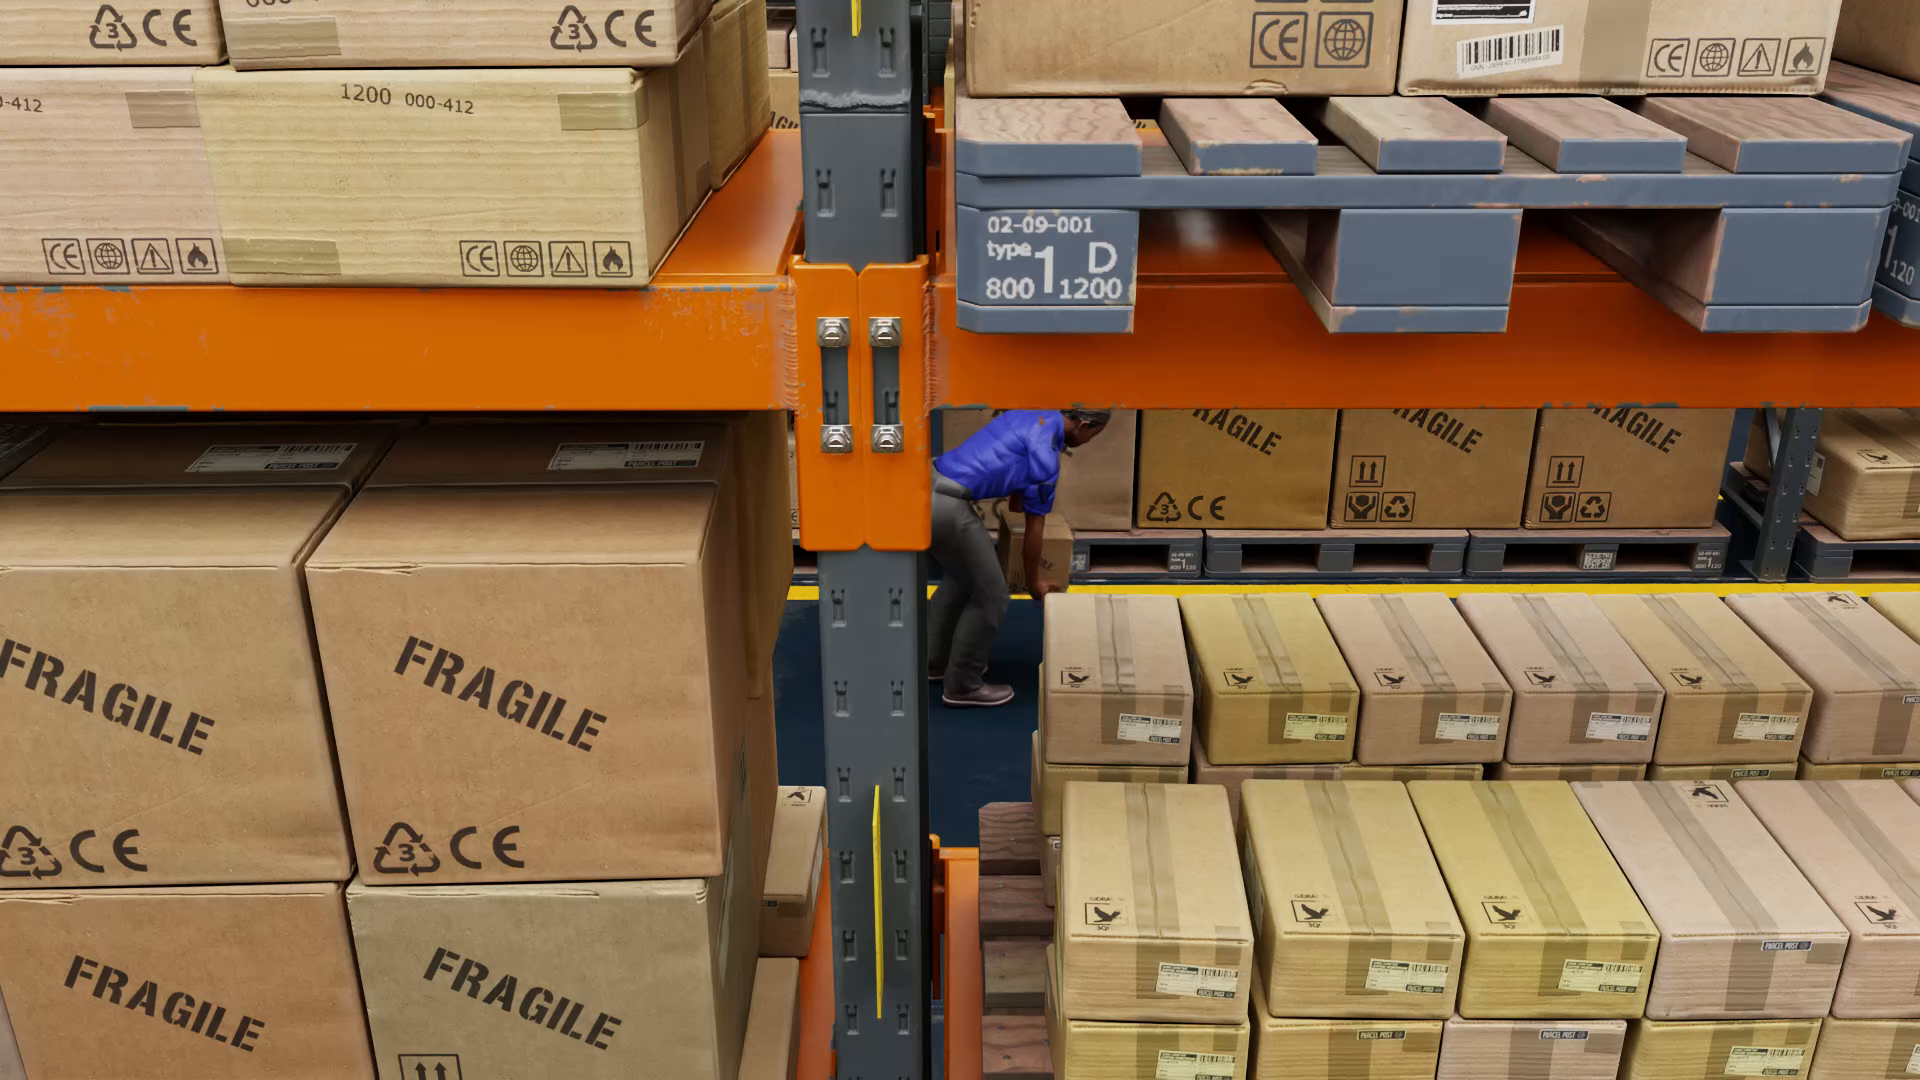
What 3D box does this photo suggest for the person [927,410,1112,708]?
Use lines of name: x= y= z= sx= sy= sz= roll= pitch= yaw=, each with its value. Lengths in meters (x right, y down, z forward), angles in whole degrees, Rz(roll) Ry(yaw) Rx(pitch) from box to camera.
person: x=0.187 y=0.023 z=6.563 sx=0.825 sy=1.251 sz=0.407 roll=-7 pitch=25 yaw=-14
